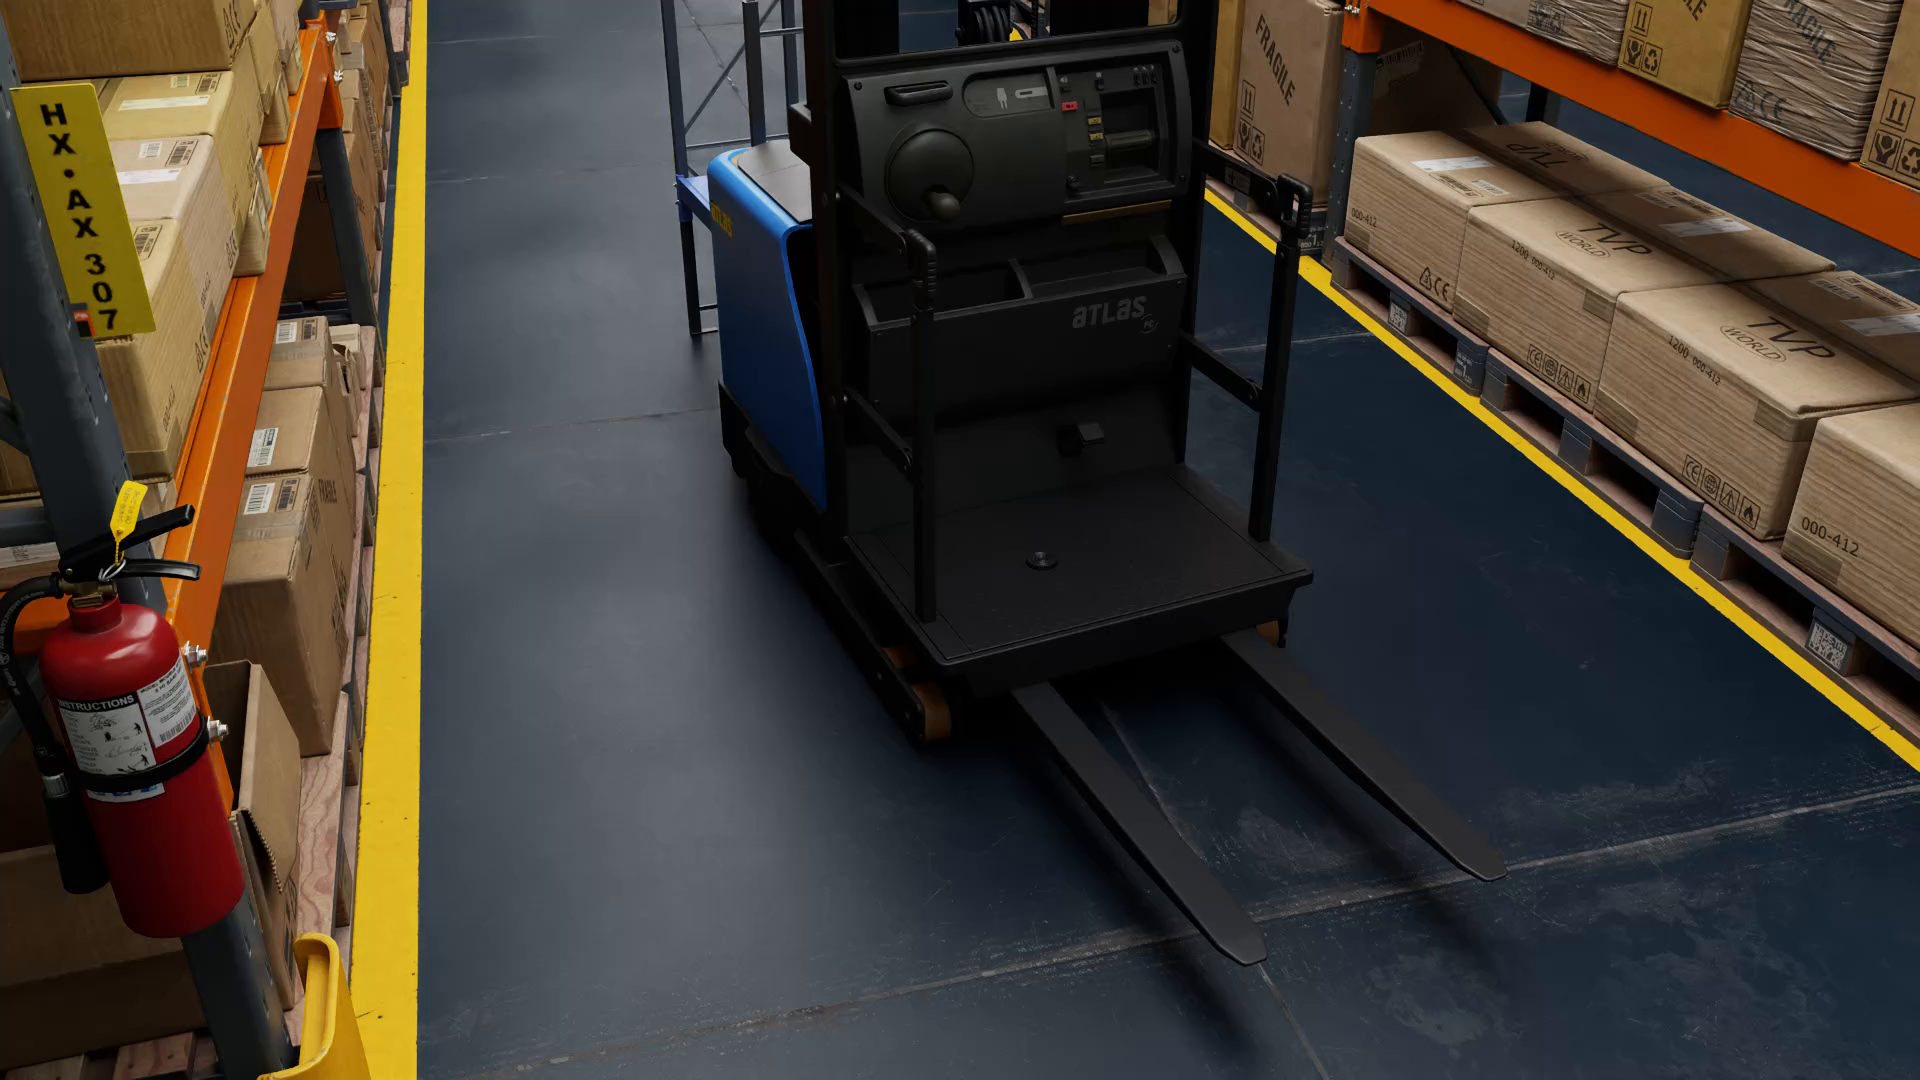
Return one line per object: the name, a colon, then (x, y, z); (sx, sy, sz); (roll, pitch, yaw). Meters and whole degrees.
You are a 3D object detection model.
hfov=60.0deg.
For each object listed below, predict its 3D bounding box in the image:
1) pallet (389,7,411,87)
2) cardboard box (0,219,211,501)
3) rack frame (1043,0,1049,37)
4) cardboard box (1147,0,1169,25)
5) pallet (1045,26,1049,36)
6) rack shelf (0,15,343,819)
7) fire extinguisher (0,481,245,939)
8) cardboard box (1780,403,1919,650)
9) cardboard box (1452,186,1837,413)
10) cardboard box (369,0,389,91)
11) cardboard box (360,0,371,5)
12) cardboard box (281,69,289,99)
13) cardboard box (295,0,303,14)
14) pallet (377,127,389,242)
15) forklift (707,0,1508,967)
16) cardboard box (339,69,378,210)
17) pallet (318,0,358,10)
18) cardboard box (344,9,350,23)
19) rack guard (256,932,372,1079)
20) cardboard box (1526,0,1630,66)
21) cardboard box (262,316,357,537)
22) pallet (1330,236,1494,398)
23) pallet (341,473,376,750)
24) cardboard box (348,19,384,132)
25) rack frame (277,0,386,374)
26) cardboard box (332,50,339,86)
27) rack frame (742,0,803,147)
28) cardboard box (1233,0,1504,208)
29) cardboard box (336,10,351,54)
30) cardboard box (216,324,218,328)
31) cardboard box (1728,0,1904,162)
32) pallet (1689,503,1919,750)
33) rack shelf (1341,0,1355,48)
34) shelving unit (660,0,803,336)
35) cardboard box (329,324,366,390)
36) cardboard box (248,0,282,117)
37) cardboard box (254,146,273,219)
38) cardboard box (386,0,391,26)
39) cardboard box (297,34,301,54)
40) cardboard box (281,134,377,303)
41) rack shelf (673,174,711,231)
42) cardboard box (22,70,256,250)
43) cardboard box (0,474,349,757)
pallet: (-3.934, -3.023, 10.261); (1.003, 0.211, 1.213); (-8, 31, -13)
cardboard box: (-1.490, -0.282, 2.595); (0.500, 0.250, 0.500); (-8, 31, -13)
rack frame: (1.032, -4.489, 10.010); (1.000, 3.000, 0.127); (-8, 31, -13)
cardboard box: (1.368, -2.975, 9.097); (0.875, 0.875, 0.875); (-7, 31, -13)
pallet: (1.168, -2.891, 10.034); (1.003, 0.211, 1.213); (-8, 31, -13)
rack shelf: (-2.160, -0.617, 4.041); (1.077, 0.370, 4.000); (-8, 31, -13)
fire extinguisher: (-1.145, 0.242, 2.288); (0.296, 0.674, 0.183); (-8, 31, -13)
cardboard box: (2.883, -0.003, 4.399); (0.875, 0.438, 0.875); (-9, 31, -15)
cardboard box: (2.395, -0.880, 5.914); (0.875, 0.438, 0.875); (-9, 31, -15)
cardboard box: (-3.433, -2.751, 9.085); (0.500, 0.500, 0.500); (-7, 31, -12)
cardboard box: (-3.275, -2.875, 8.651); (0.380, 0.149, 0.250); (-9, 31, -16)
cardboard box: (-2.137, -1.290, 4.735); (0.380, 0.149, 0.250); (-7, 31, -12)
cardboard box: (-2.321, -1.745, 5.123); (0.500, 0.250, 0.500); (-7, 31, -12)
pallet: (-3.271, -1.666, 7.918); (1.003, 0.211, 1.213); (-8, 31, -13)
forklift: (0.255, -0.983, 4.022); (1.130, 2.935, 3.031); (-13, 32, -21)
cardboard box: (-2.882, -1.756, 7.365); (0.500, 0.500, 0.500); (-9, 31, -15)
pallet: (-2.798, -2.212, 6.269); (1.003, 0.211, 1.213); (-8, 31, -13)
cardboard box: (-3.222, -2.608, 8.190); (0.380, 0.149, 0.250); (-7, 31, -12)
rack guard: (-1.650, 1.082, 2.881); (1.175, 0.500, 0.348); (-8, 31, -13)
cardboard box: (2.221, -1.854, 5.359); (0.500, 0.500, 0.500); (-8, 31, -13)
cardboard box: (-2.165, -0.290, 4.833); (0.700, 0.500, 0.500); (-9, 31, -15)
pallet: (2.220, -0.972, 6.719); (1.003, 0.211, 1.213); (-8, 31, -13)
pallet: (-2.182, 0.234, 4.635); (1.003, 0.211, 1.213); (-8, 31, -13)
cardboard box: (-3.169, -2.255, 8.228); (0.500, 0.500, 0.500); (-7, 31, -11)
rack frame: (-2.691, -1.895, 5.529); (1.000, 3.000, 0.127); (-8, 31, -13)
cardboard box: (-2.873, -1.986, 7.116); (0.380, 0.149, 0.250); (-8, 31, -13)
rack frame: (-0.439, -1.060, 5.585); (0.500, 1.500, 0.032); (-13, 32, -21)
cardboard box: (1.852, -2.108, 7.599); (0.875, 0.875, 0.875); (-7, 31, -12)
cardboard box: (-3.053, -2.358, 7.759); (0.380, 0.149, 0.250); (-9, 31, -16)
cardboard box: (-1.676, -0.419, 3.230); (0.380, 0.149, 0.250); (-7, 31, -12)
cardboard box: (2.507, -1.357, 4.501); (0.500, 0.500, 0.500); (-7, 31, -12)
pallet: (2.867, 0.206, 4.683); (1.003, 0.211, 1.213); (-8, 31, -13)
rack shelf: (1.563, -3.211, 8.522); (1.077, 0.370, 4.000); (-8, 31, -13)
shelving unit: (-0.646, -1.293, 5.986); (0.538, 1.500, 1.048); (-13, 32, -21)
cardboard box: (-2.260, -0.613, 5.741); (0.380, 0.149, 0.250); (-9, 31, -15)
cardboard box: (-2.054, -1.262, 4.290); (0.500, 0.250, 0.500); (-8, 31, -14)
cardboard box: (-1.836, -0.803, 3.893); (0.380, 0.149, 0.250); (-7, 31, -12)
cardboard box: (-3.905, -3.284, 9.880); (0.875, 0.625, 0.625); (-7, 31, -12)
cardboard box: (-2.273, -1.543, 5.172); (0.380, 0.149, 0.250); (-7, 31, -12)
cardboard box: (-2.603, -1.258, 6.506); (0.500, 0.500, 0.500); (-7, 31, -11)
rack shelf: (-0.646, -1.137, 6.076); (0.538, 0.185, 1.000); (-13, 32, -21)
cardboard box: (-1.762, -0.770, 3.438); (0.500, 0.250, 0.500); (-8, 31, -14)
cardboard box: (-1.890, 0.211, 3.967); (0.700, 0.500, 0.500); (-7, 31, -11)
